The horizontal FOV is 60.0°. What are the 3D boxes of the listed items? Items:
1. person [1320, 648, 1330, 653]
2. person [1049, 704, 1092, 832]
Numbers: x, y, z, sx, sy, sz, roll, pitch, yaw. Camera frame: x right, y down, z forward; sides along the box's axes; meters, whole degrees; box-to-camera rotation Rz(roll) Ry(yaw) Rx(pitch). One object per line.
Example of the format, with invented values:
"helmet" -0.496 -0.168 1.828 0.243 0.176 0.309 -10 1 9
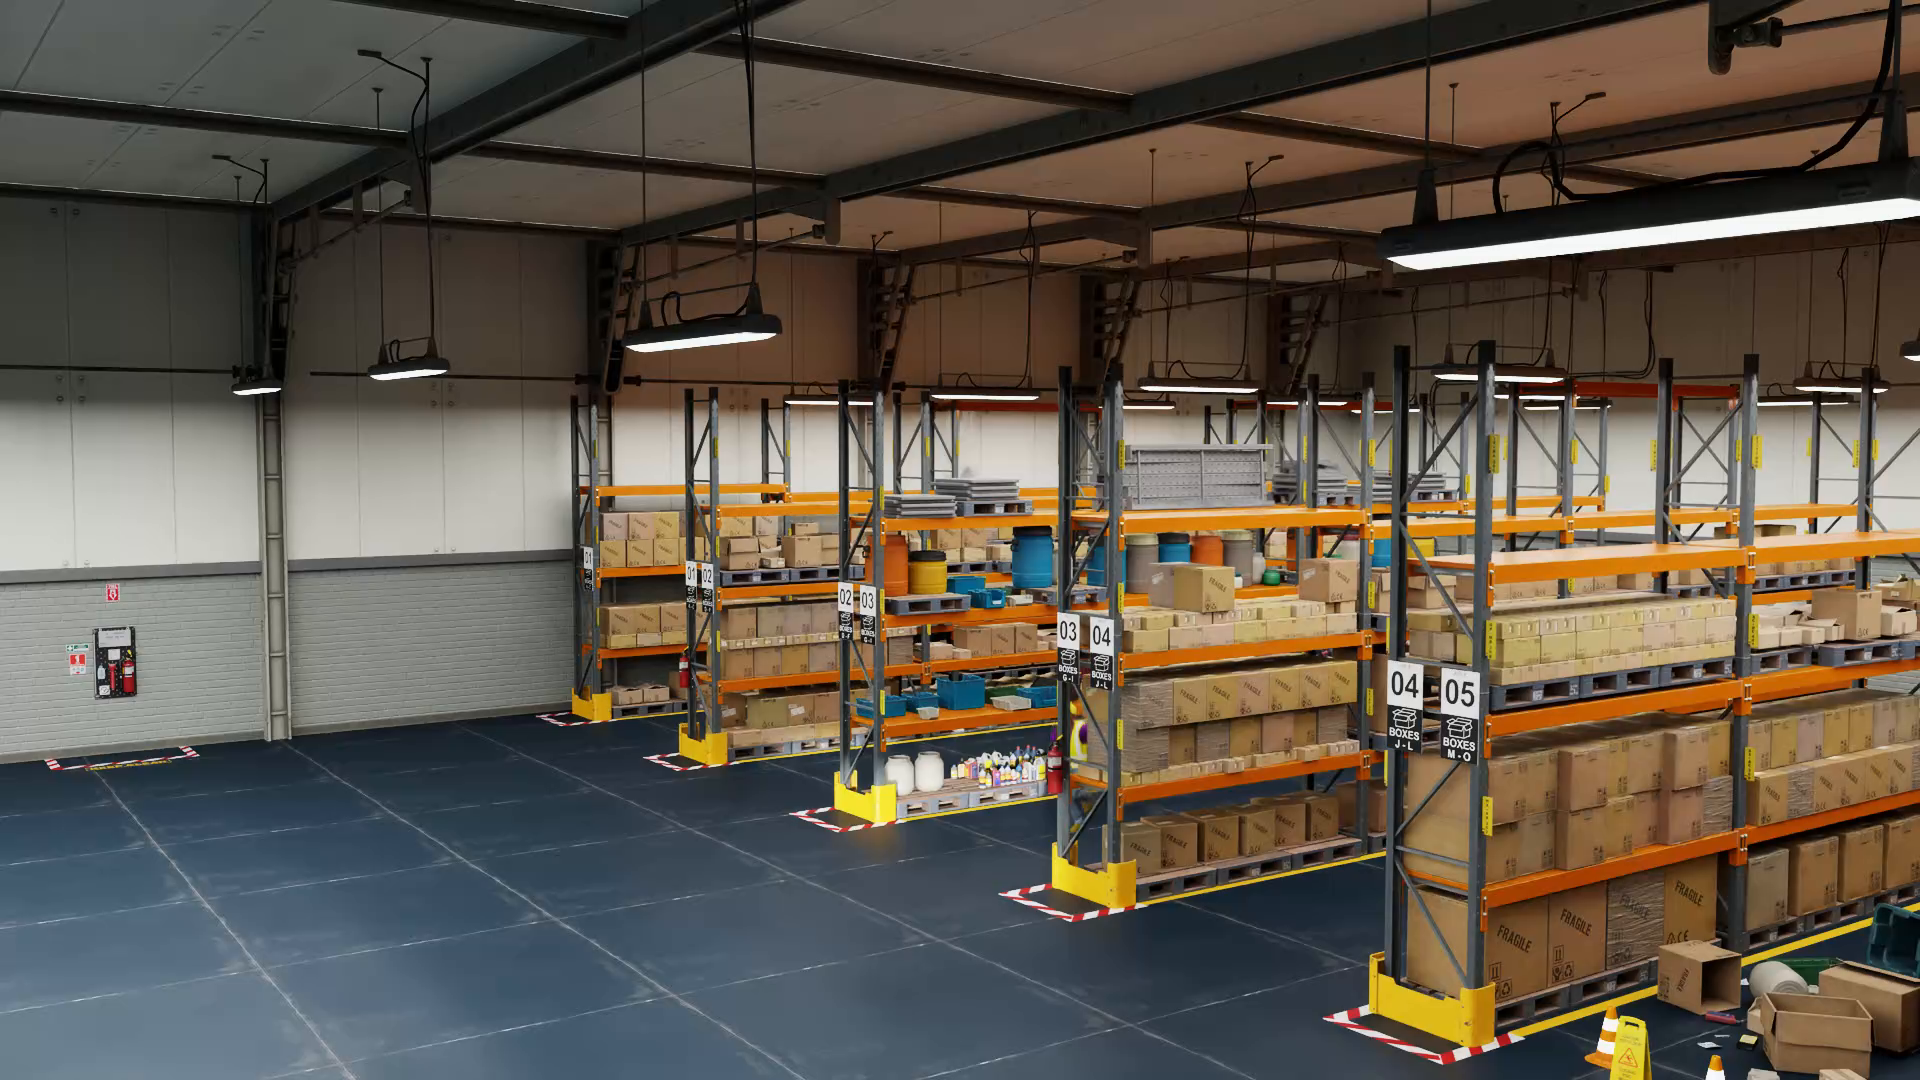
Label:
"person" 7.050 2.467 32.059 0.542 1.617 0.742 3 5 44
"person" 1.499 3.001 21.915 0.748 1.712 0.664 2 4 33
